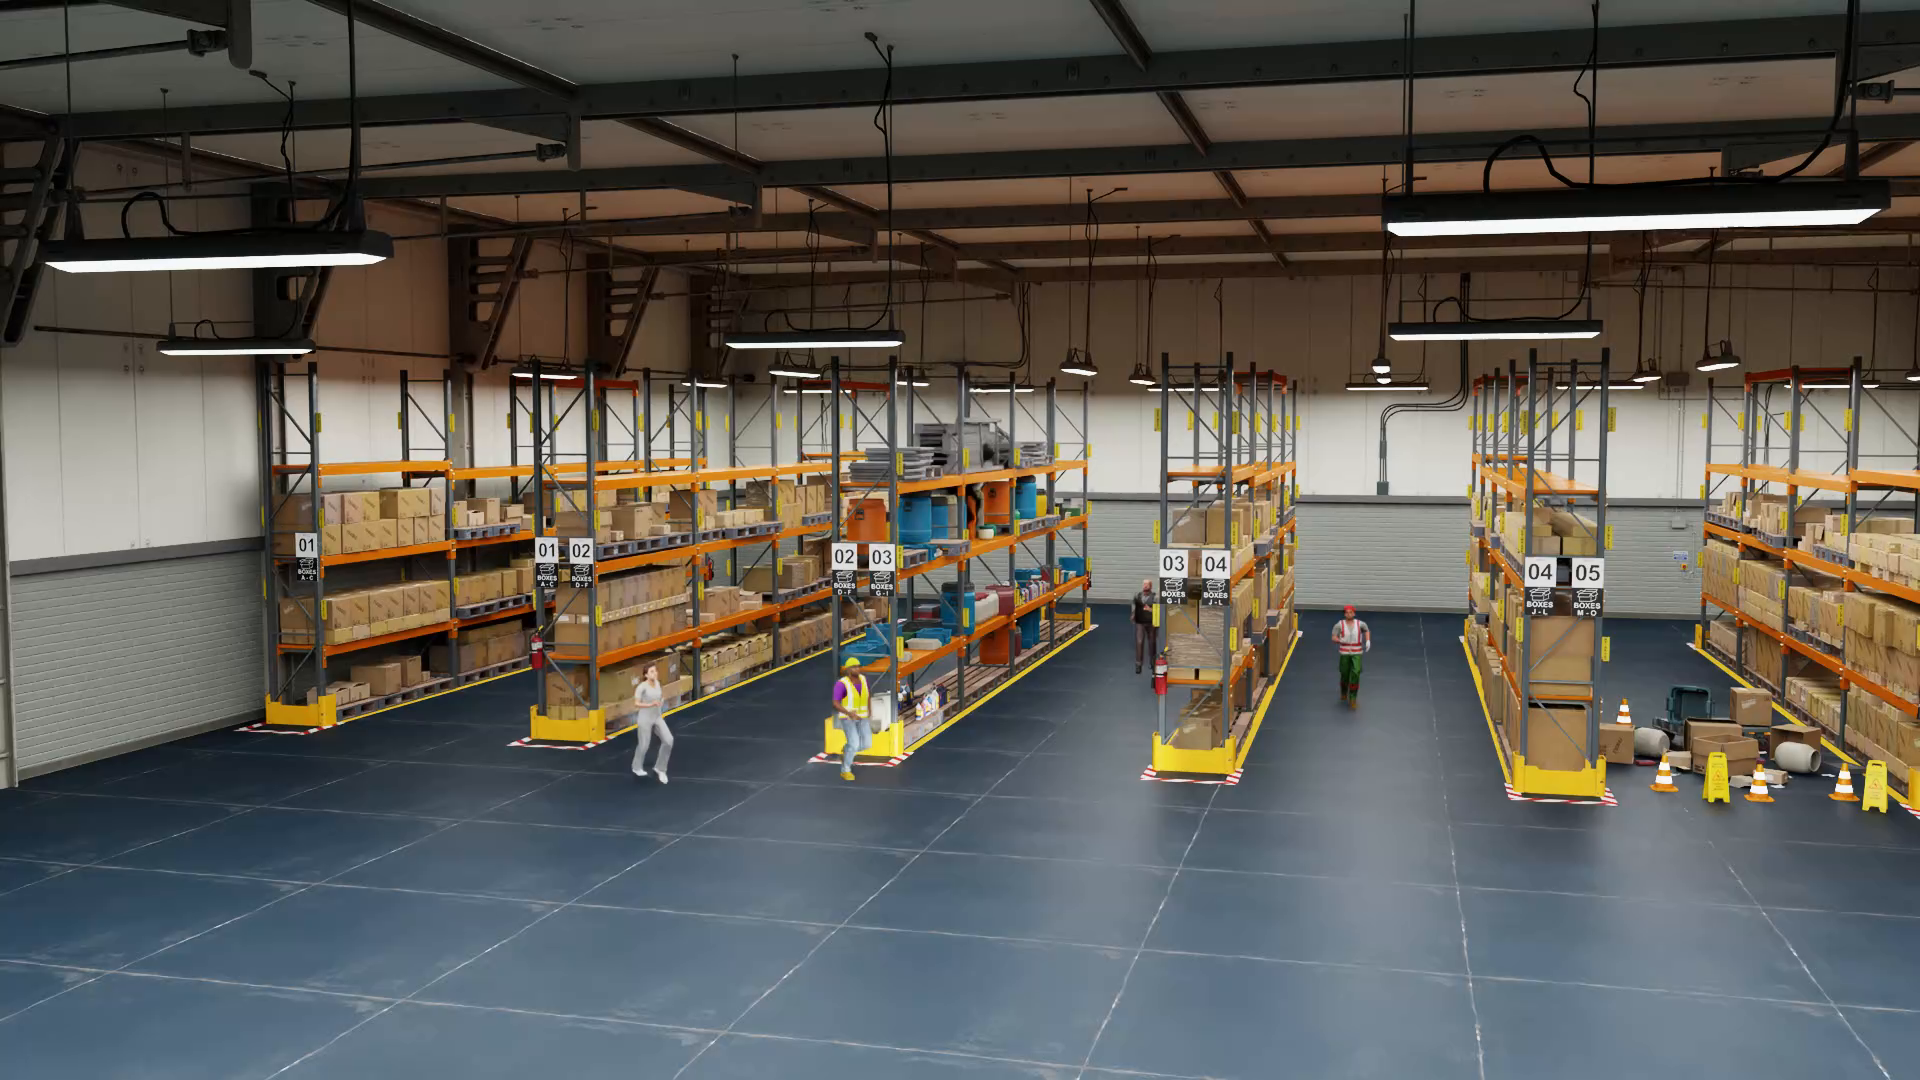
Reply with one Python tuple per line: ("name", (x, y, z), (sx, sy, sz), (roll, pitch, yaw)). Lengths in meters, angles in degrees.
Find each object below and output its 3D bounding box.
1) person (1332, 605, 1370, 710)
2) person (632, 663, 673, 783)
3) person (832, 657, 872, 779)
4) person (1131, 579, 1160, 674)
("person", (6.907, 2.039, 29.404), (0.667, 1.793, 0.914), (1, 4, 13))
("person", (-4.353, 2.551, 23.180), (0.772, 1.688, 0.548), (4, 6, 44))
("person", (-1.475, 2.503, 23.401), (0.739, 1.724, 0.647), (-3, 5, -40))
("person", (3.516, 1.614, 31.407), (0.645, 1.745, 0.841), (1, 4, 15))
